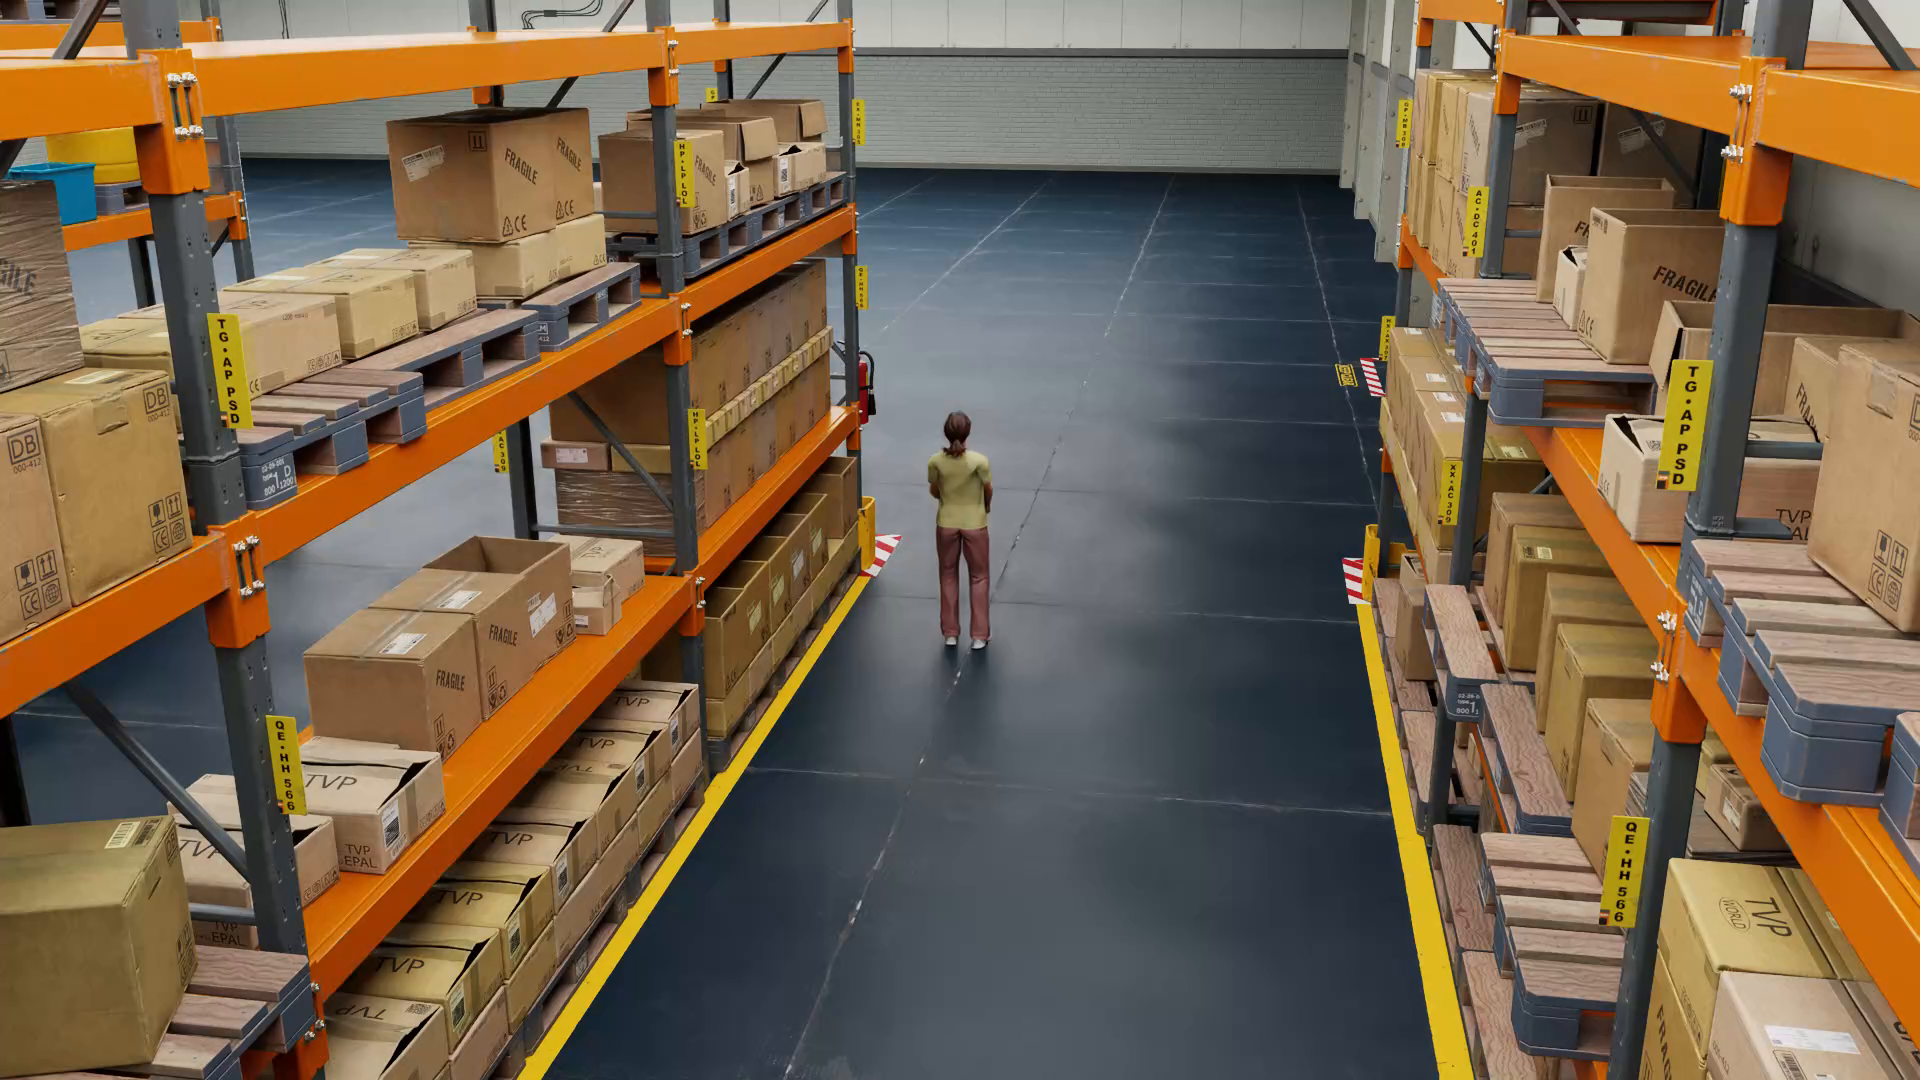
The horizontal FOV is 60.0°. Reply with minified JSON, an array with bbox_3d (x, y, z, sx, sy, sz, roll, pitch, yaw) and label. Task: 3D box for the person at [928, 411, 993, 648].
[{"bbox_3d":[0.008,-0.093,11.345,0.436,1.673,0.543,3,18,8],"label":"person"}]
